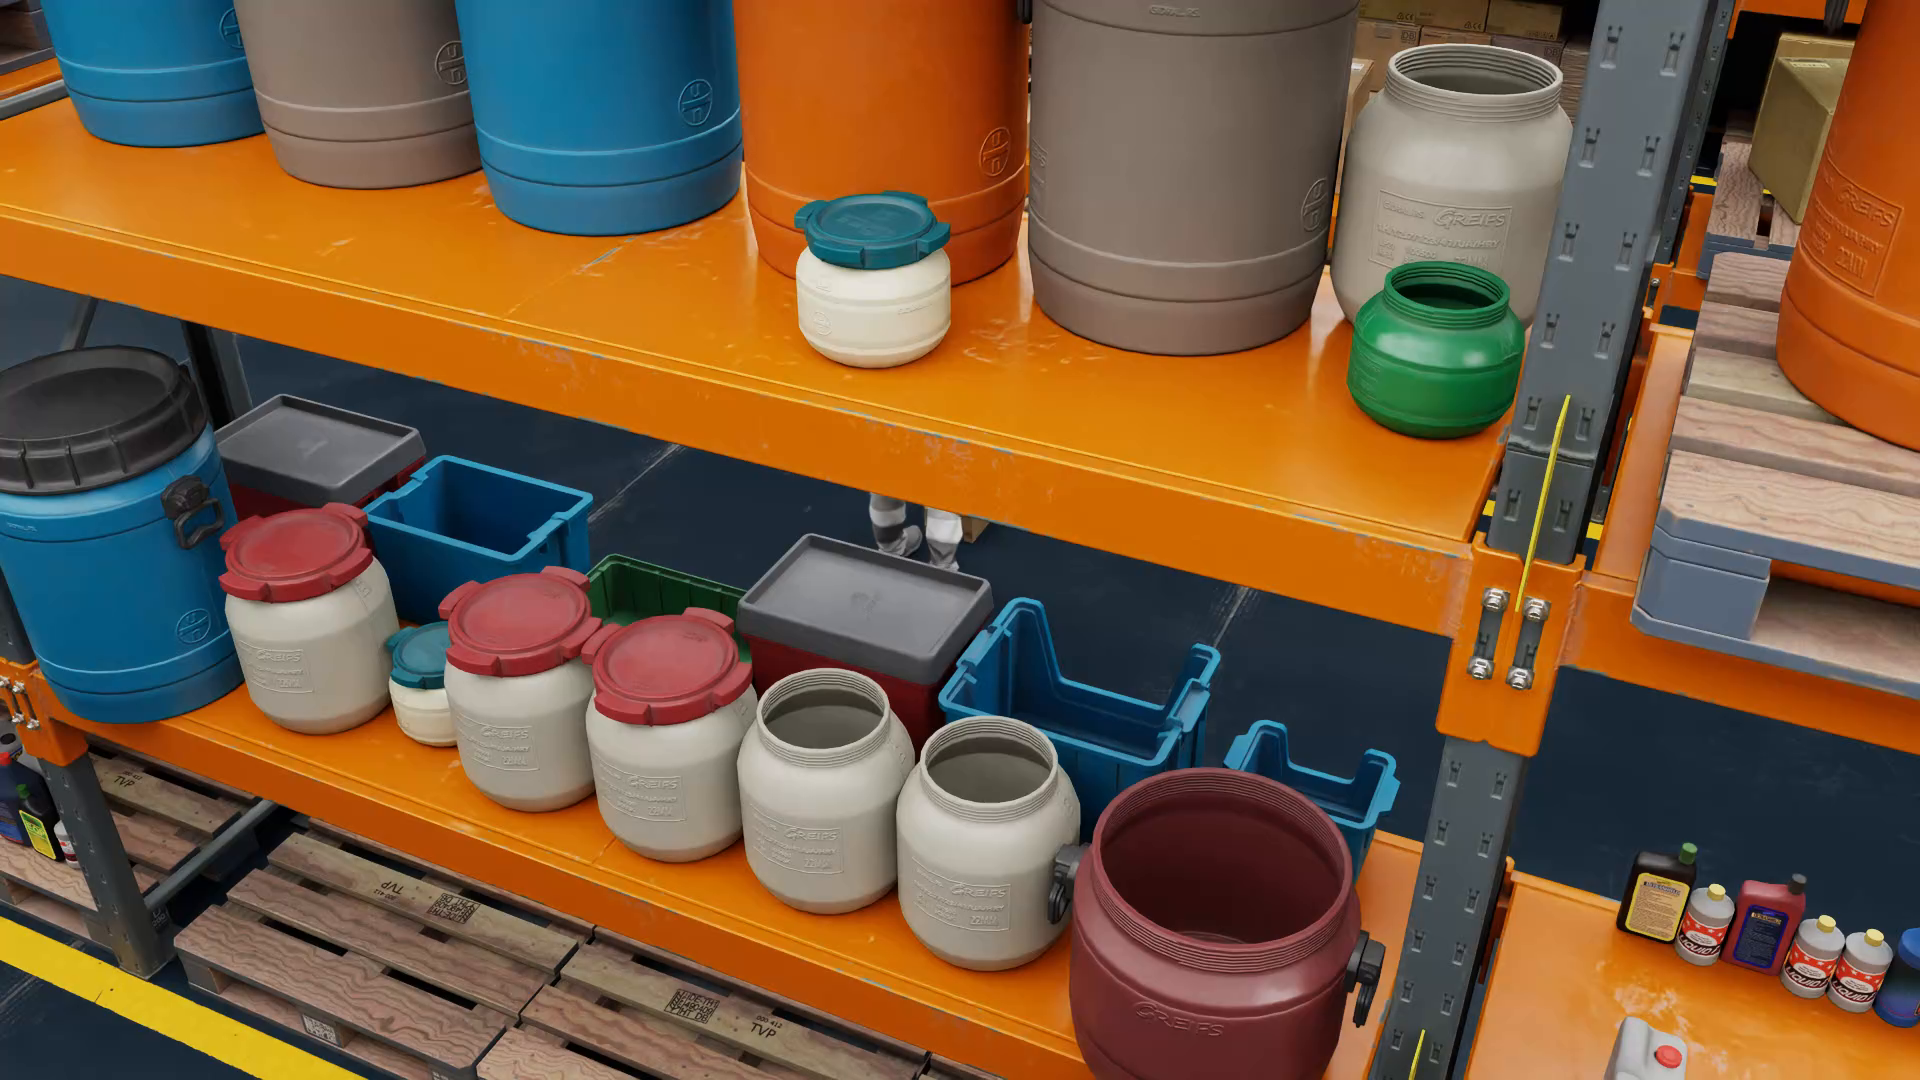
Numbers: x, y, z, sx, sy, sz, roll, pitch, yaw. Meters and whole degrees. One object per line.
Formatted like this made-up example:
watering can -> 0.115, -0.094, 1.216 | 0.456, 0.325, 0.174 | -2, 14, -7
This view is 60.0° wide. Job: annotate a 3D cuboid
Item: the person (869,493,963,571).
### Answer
person -> -0.200, -0.602, 7.025 | 0.568, 1.791, 0.549 | 11, 35, 16
